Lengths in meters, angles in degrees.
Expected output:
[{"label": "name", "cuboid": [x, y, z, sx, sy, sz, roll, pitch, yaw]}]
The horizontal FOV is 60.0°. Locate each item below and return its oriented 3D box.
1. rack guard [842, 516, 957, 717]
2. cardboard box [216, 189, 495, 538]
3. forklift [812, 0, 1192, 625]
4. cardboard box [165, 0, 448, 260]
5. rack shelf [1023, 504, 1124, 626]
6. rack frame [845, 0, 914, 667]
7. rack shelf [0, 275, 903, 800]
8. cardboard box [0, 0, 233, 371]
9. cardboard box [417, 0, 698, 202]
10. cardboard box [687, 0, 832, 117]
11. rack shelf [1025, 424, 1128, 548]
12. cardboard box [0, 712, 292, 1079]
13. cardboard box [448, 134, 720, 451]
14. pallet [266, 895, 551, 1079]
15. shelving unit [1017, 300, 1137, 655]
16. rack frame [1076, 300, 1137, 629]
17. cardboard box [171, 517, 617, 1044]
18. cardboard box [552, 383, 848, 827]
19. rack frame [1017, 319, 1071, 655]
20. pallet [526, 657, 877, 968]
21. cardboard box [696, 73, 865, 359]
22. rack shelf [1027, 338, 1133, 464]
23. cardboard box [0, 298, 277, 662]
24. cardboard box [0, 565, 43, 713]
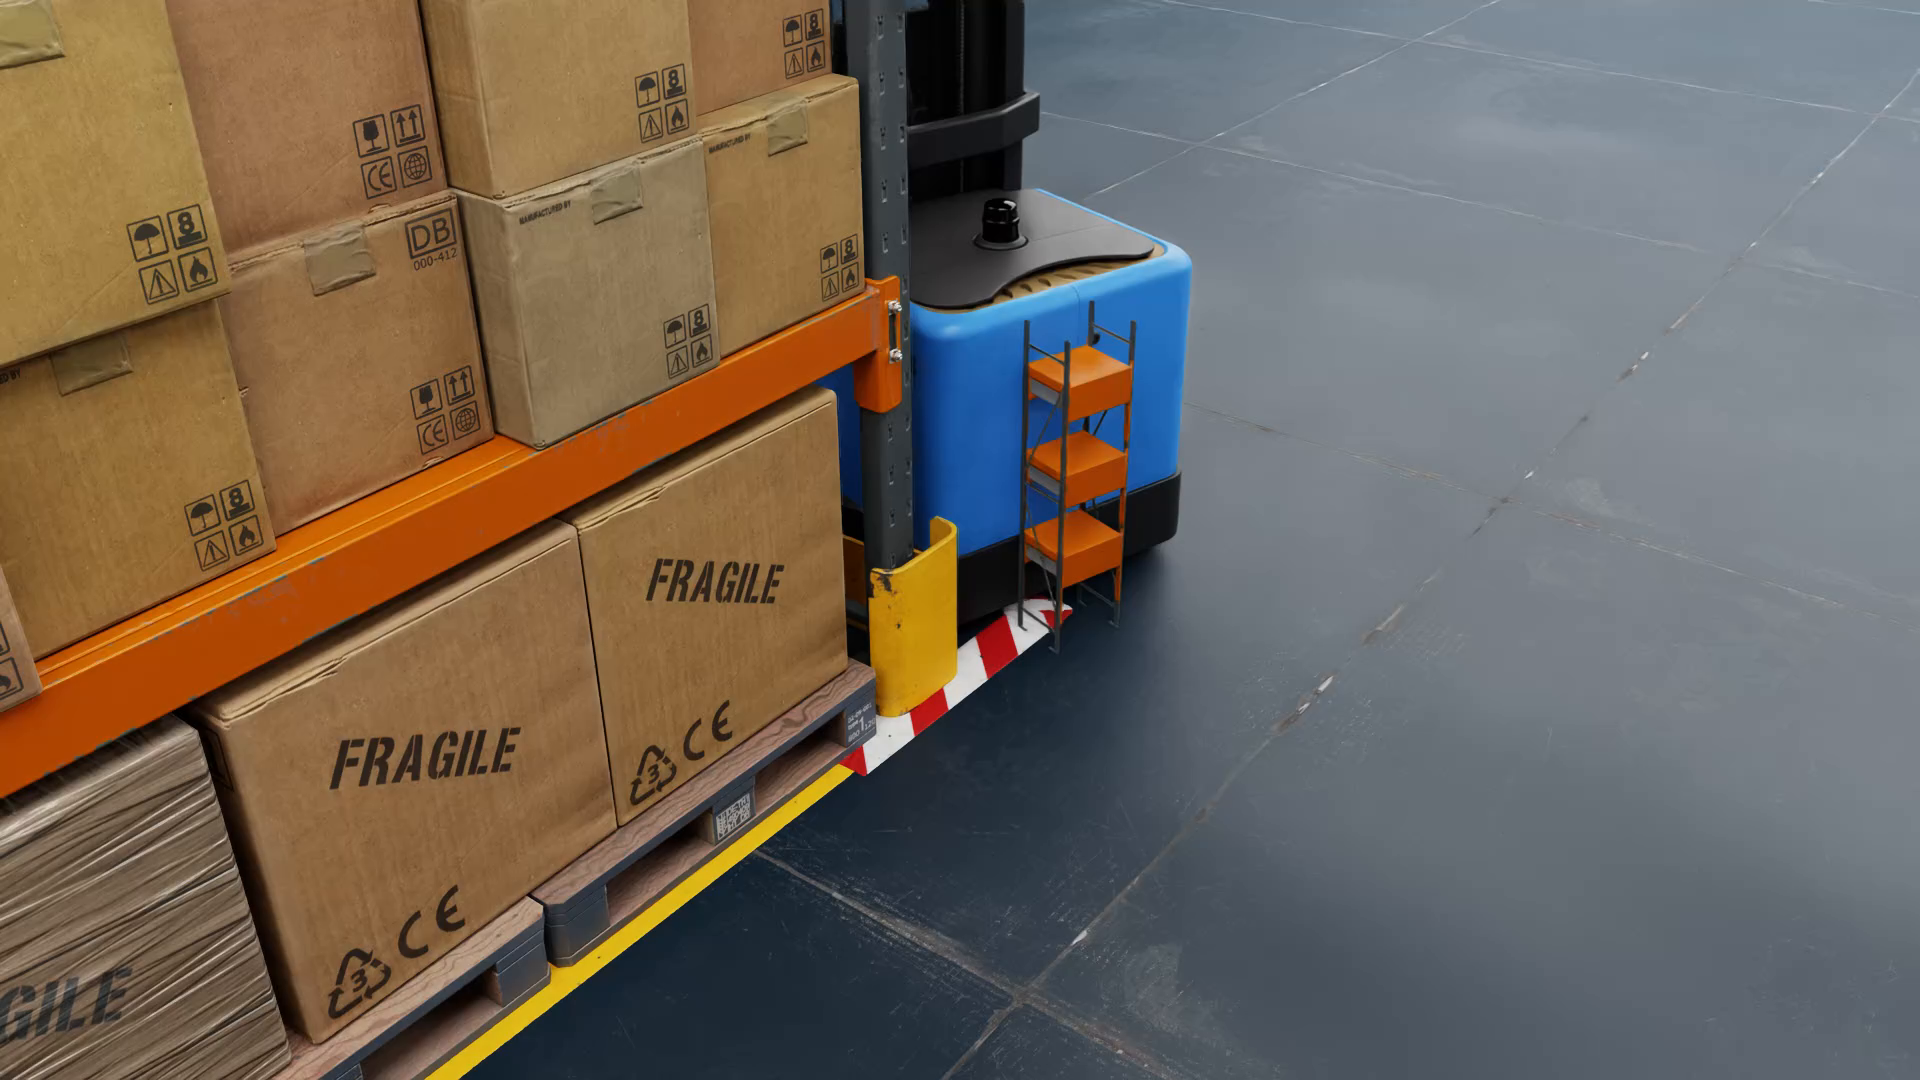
[{"label": "rack guard", "cuboid": [-0.552, 0.069, 5.143, 1.175, 0.500, 0.348, 21, 37, 31]}, {"label": "cardboard box", "cuboid": [-1.507, -0.477, 3.466, 0.875, 0.550, 0.550, 21, 37, 31]}, {"label": "forklift", "cuboid": [-0.539, -1.690, 5.727, 1.130, 2.935, 3.031, -21, 36, -31]}, {"label": "cardboard box", "cuboid": [-1.526, -0.949, 3.203, 0.875, 0.550, 0.550, 21, 37, 31]}, {"label": "rack shelf", "cuboid": [0.343, 0.073, 5.162, 0.240, 0.259, 0.215, -21, 36, -31]}, {"label": "rack frame", "cuboid": [-0.566, -0.997, 4.490, 1.000, 3.000, 0.127, 21, 37, 31]}, {"label": "rack shelf", "cuboid": [-1.773, 0.126, 3.301, 1.077, 0.370, 4.000, 21, 37, 31]}, {"label": "cardboard box", "cuboid": [-1.742, -0.694, 2.772, 0.875, 0.550, 0.500, 21, 37, 31]}, {"label": "cardboard box", "cuboid": [-1.079, -1.135, 3.517, 0.875, 0.550, 0.550, 21, 37, 31]}, {"label": "cardboard box", "cuboid": [-0.821, -1.387, 3.942, 0.875, 0.550, 0.550, 21, 37, 31]}, {"label": "rack shelf", "cuboid": [0.343, -0.166, 5.021, 0.240, 0.259, 0.215, -21, 36, -31]}, {"label": "cardboard box", "cuboid": [-2.004, 0.761, 3.196, 0.875, 0.875, 0.875, 21, 37, 32]}, {"label": "cardboard box", "cuboid": [-1.069, -0.666, 3.785, 0.875, 0.550, 0.550, 21, 37, 31]}, {"label": "pallet", "cuboid": [-1.723, 1.046, 3.778, 1.003, 0.211, 1.213, 21, 37, 31]}, {"label": "shelving unit", "cuboid": [0.343, -0.175, 5.015, 0.252, 1.050, 0.215, -21, 36, -31]}, {"label": "rack frame", "cuboid": [0.441, -0.212, 5.078, 0.008, 1.050, 0.200, -21, 36, -31]}, {"label": "cardboard box", "cuboid": [-1.452, 0.391, 3.820, 0.875, 0.875, 0.875, 20, 36, 31]}, {"label": "cardboard box", "cuboid": [-0.923, 0.033, 4.425, 0.875, 0.875, 0.875, 21, 37, 32]}, {"label": "rack frame", "cuboid": [0.245, -0.138, 4.953, 0.008, 1.050, 0.200, -21, 36, -31]}, {"label": "pallet", "cuboid": [-0.986, 0.552, 4.612, 1.003, 0.211, 1.213, 21, 37, 31]}, {"label": "cardboard box", "cuboid": [-0.754, -0.896, 4.173, 0.875, 0.550, 0.550, 21, 37, 31]}, {"label": "rack shelf", "cuboid": [0.344, -0.410, 4.876, 0.240, 0.259, 0.215, -21, 36, -31]}, {"label": "cardboard box", "cuboid": [-1.794, -0.249, 3.081, 0.875, 0.550, 0.500, 21, 37, 31]}, {"label": "cardboard box", "cuboid": [-2.034, -0.003, 2.665, 0.875, 0.550, 0.550, 21, 37, 31]}]
